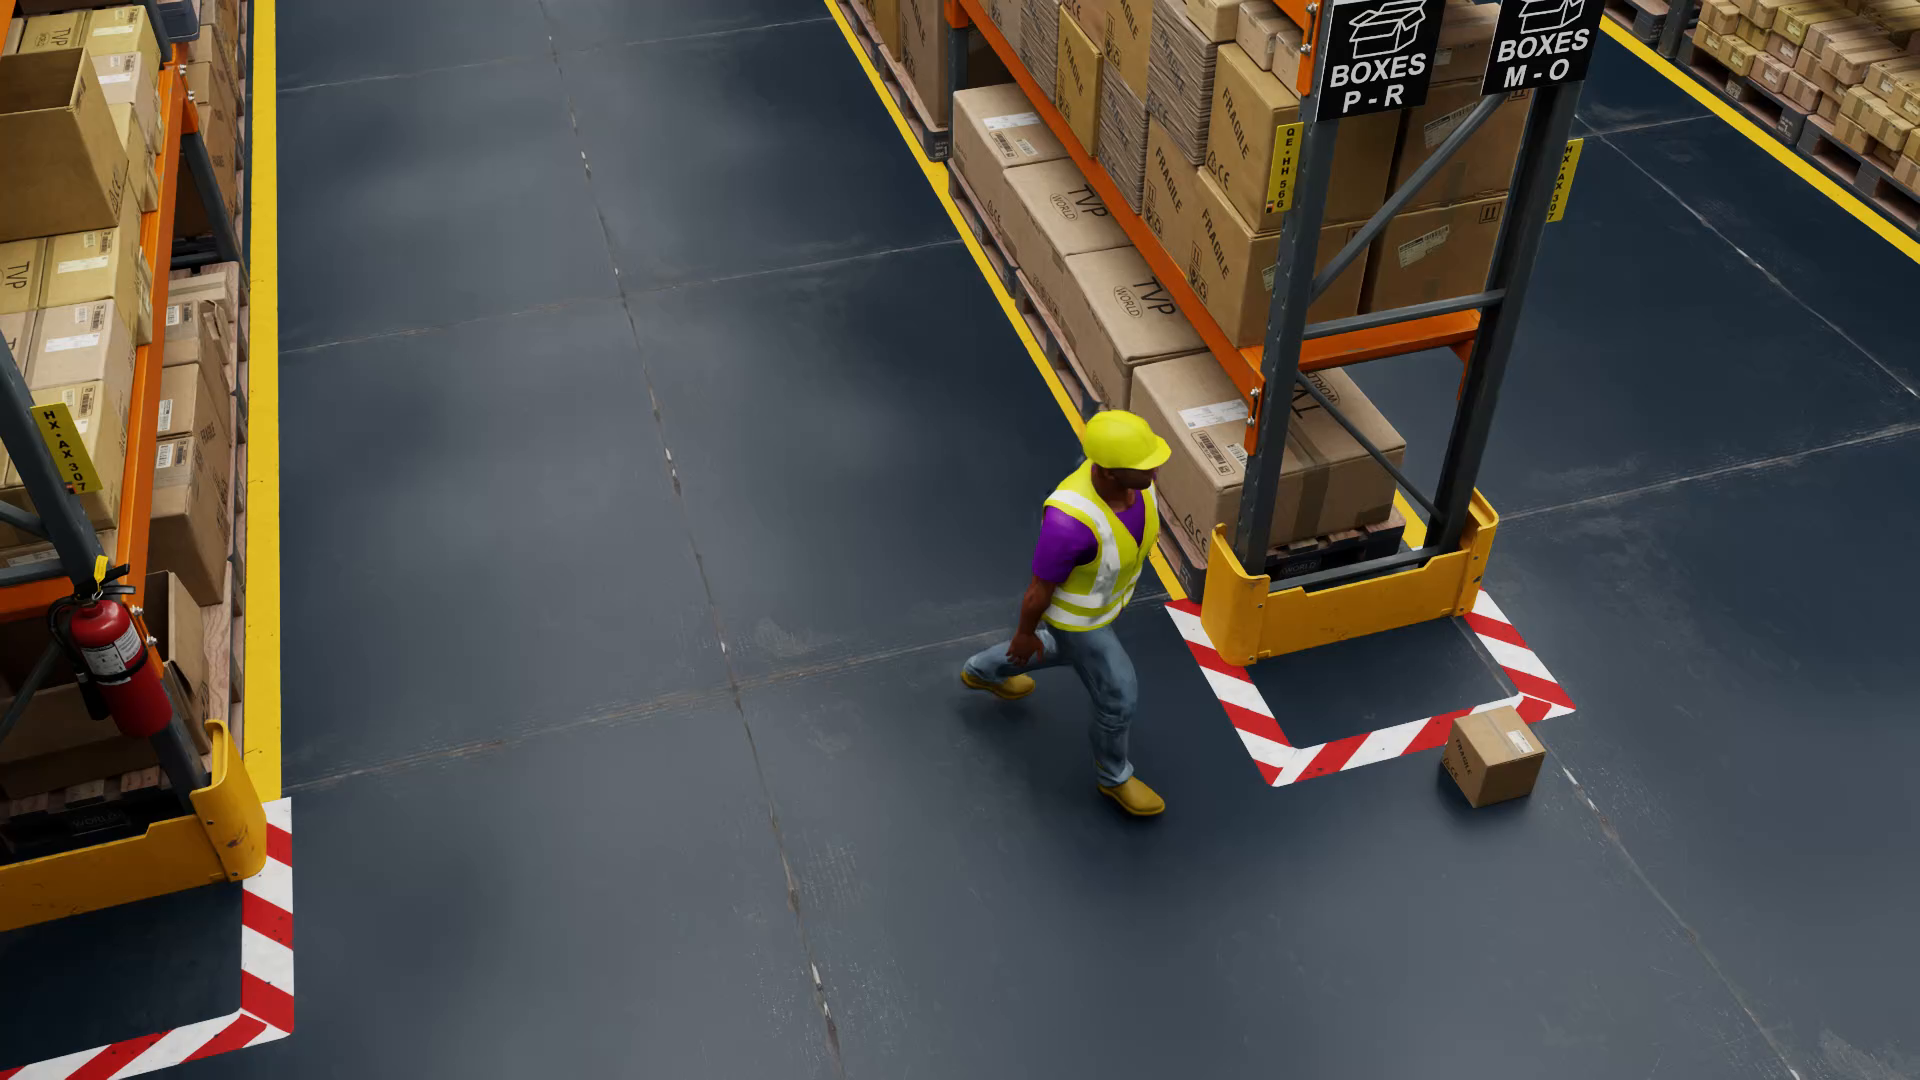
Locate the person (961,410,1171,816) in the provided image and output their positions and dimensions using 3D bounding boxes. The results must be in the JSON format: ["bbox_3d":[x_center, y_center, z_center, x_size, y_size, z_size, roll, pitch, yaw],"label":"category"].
[{"bbox_3d":[0.415,0.180,5.959,0.967,1.723,0.621,22,46,23],"label":"person"}]
